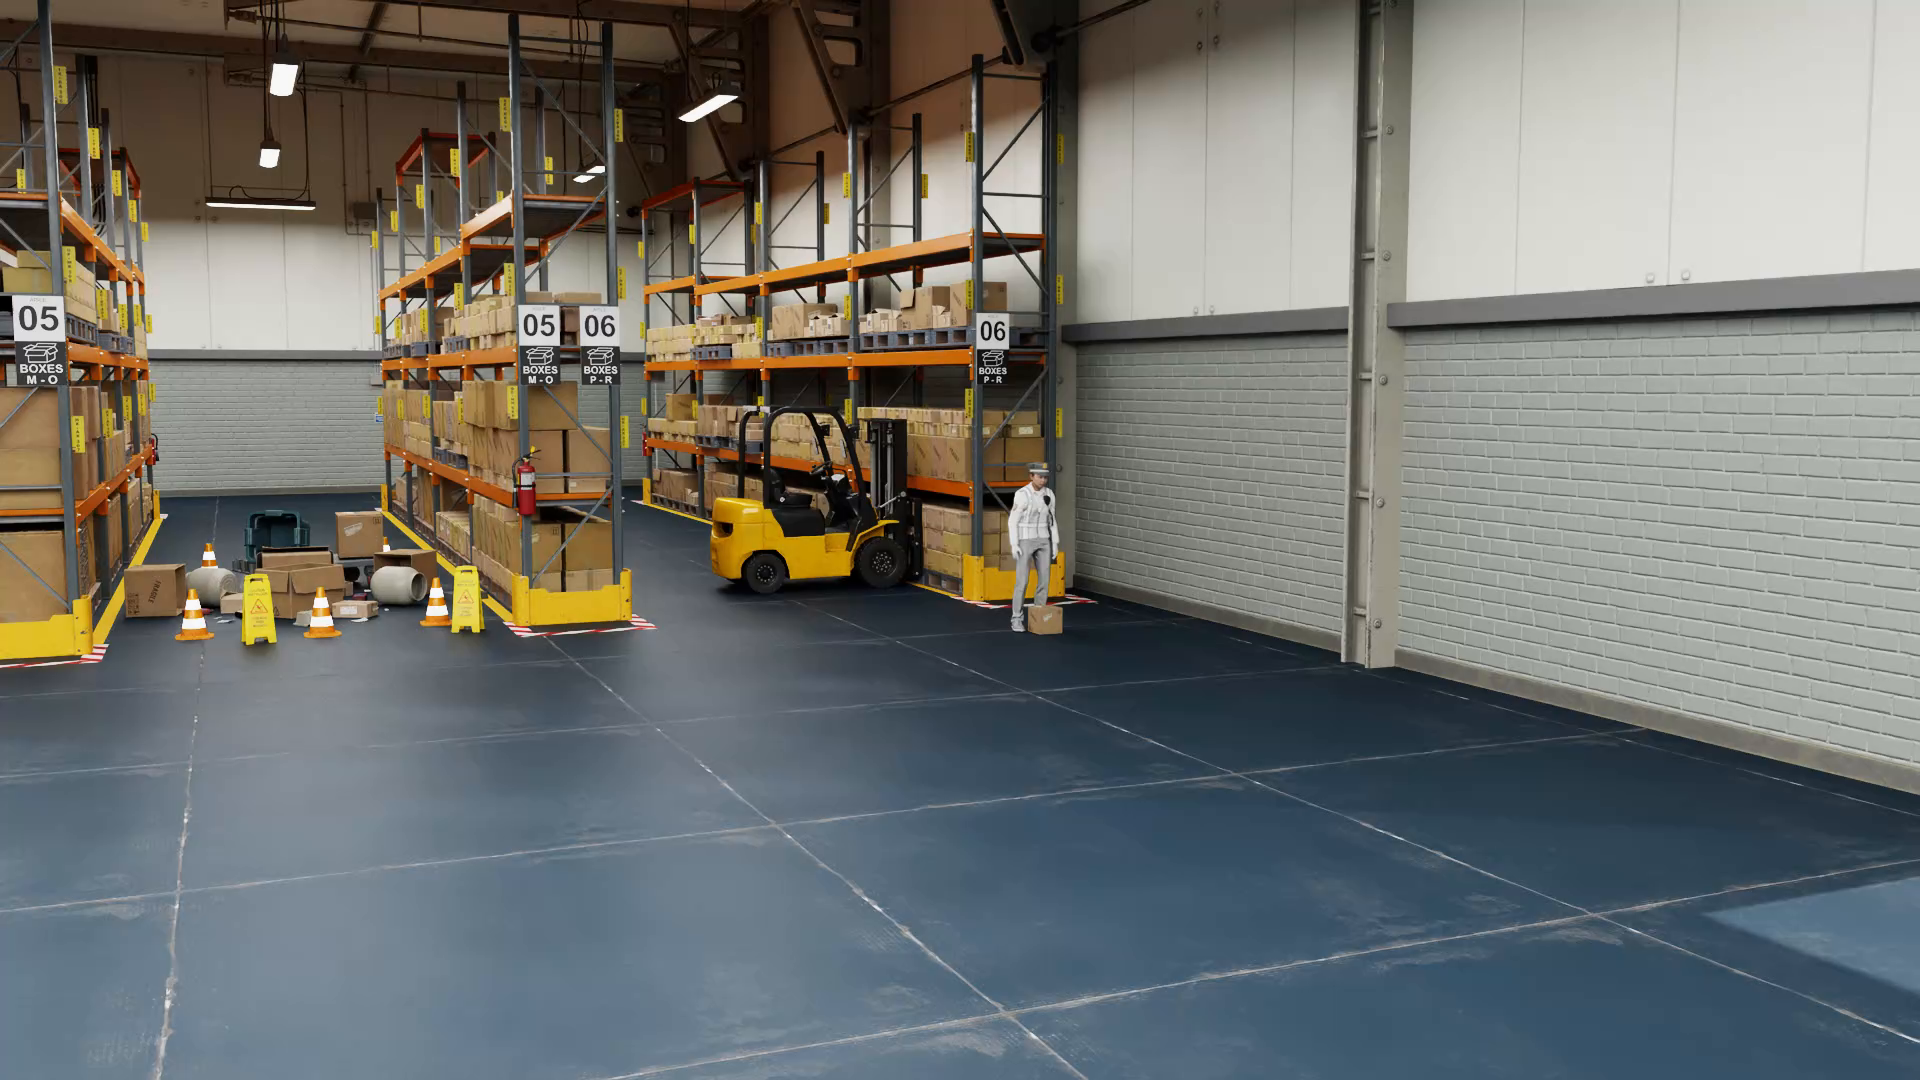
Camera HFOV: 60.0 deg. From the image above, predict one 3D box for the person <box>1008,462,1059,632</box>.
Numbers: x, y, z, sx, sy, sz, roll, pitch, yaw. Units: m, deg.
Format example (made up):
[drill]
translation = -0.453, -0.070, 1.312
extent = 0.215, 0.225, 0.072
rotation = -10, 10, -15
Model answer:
[person]
translation = 0.734, 0.056, 16.408
extent = 0.536, 1.663, 0.378
rotation = -3, 6, -25
